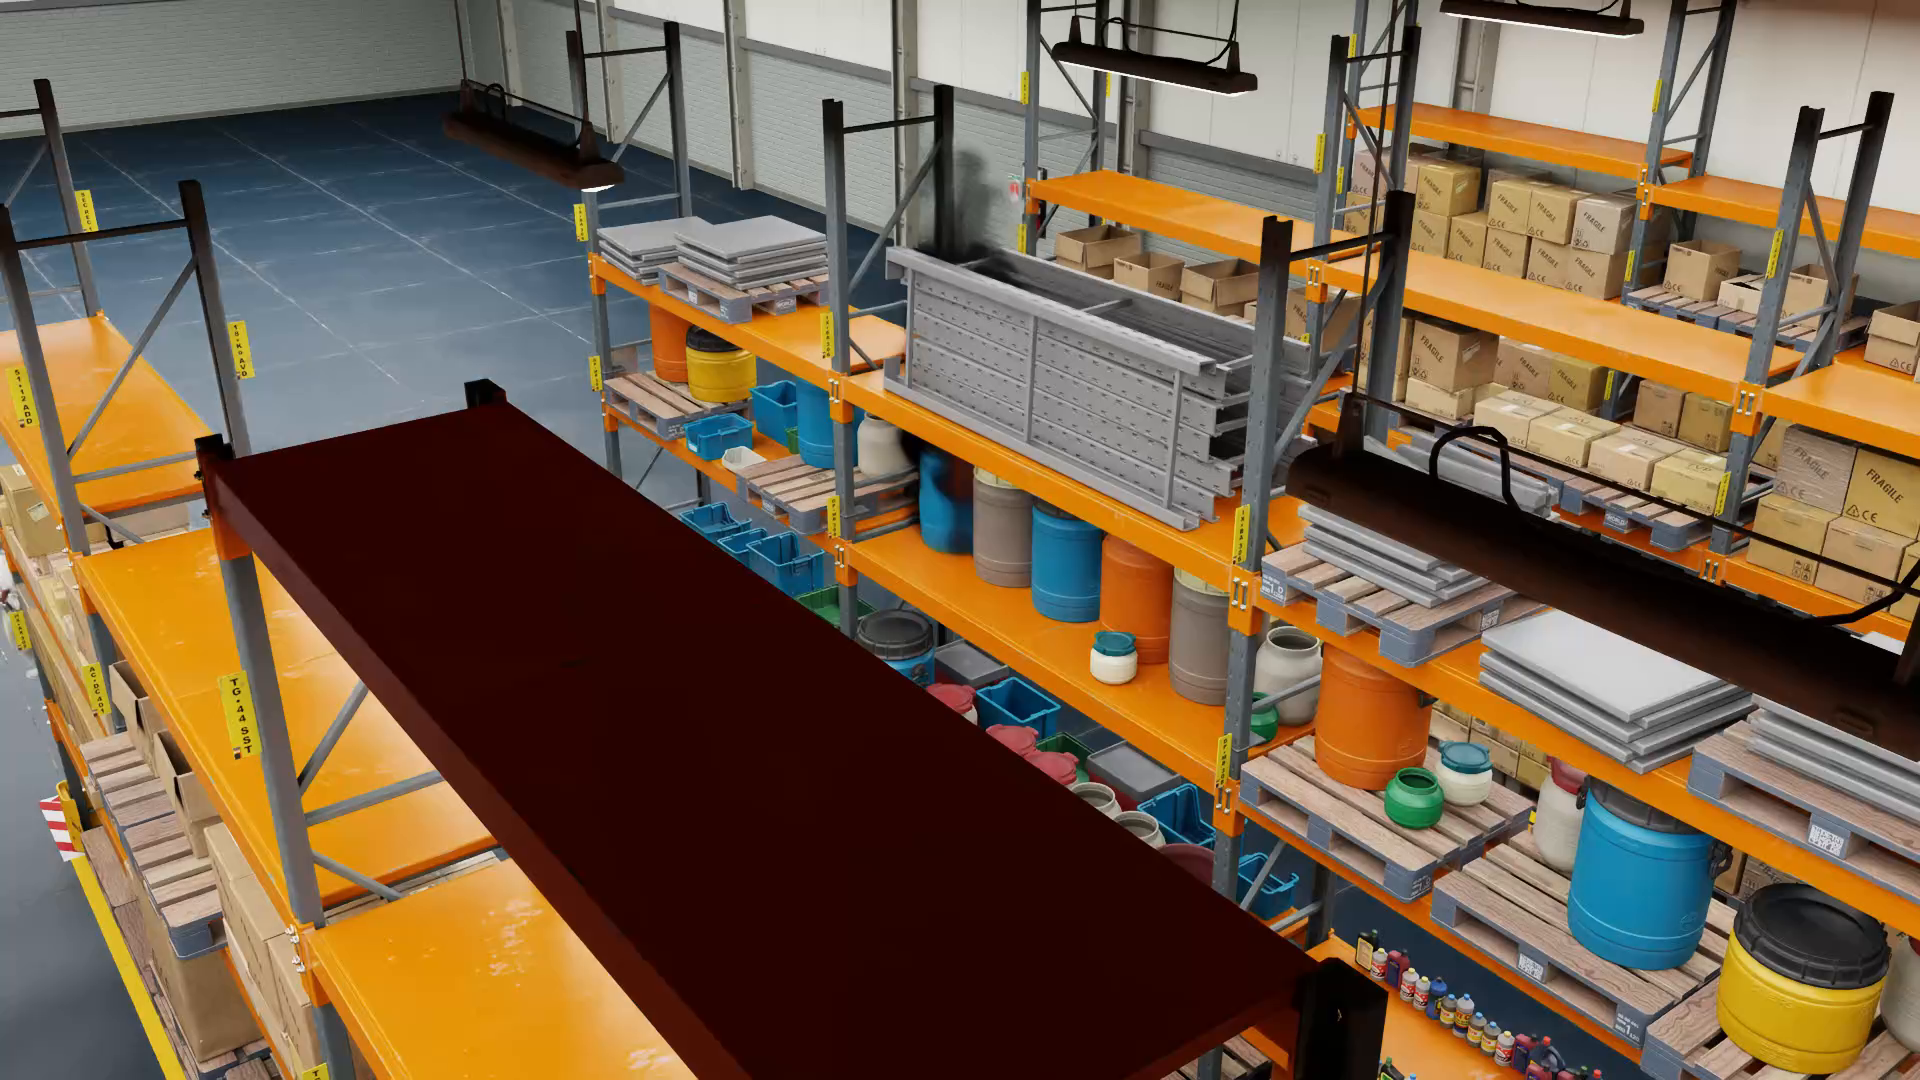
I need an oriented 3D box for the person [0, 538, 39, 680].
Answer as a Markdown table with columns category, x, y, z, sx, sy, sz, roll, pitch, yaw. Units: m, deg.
| category | x | y | z | sx | sy | sz | roll | pitch | yaw |
| --- | --- | --- | --- | --- | --- | --- | --- | --- | --- |
| person | -8.890 | 0.593 | 15.759 | 0.564 | 1.656 | 0.588 | 2 | 25 | 5 |
